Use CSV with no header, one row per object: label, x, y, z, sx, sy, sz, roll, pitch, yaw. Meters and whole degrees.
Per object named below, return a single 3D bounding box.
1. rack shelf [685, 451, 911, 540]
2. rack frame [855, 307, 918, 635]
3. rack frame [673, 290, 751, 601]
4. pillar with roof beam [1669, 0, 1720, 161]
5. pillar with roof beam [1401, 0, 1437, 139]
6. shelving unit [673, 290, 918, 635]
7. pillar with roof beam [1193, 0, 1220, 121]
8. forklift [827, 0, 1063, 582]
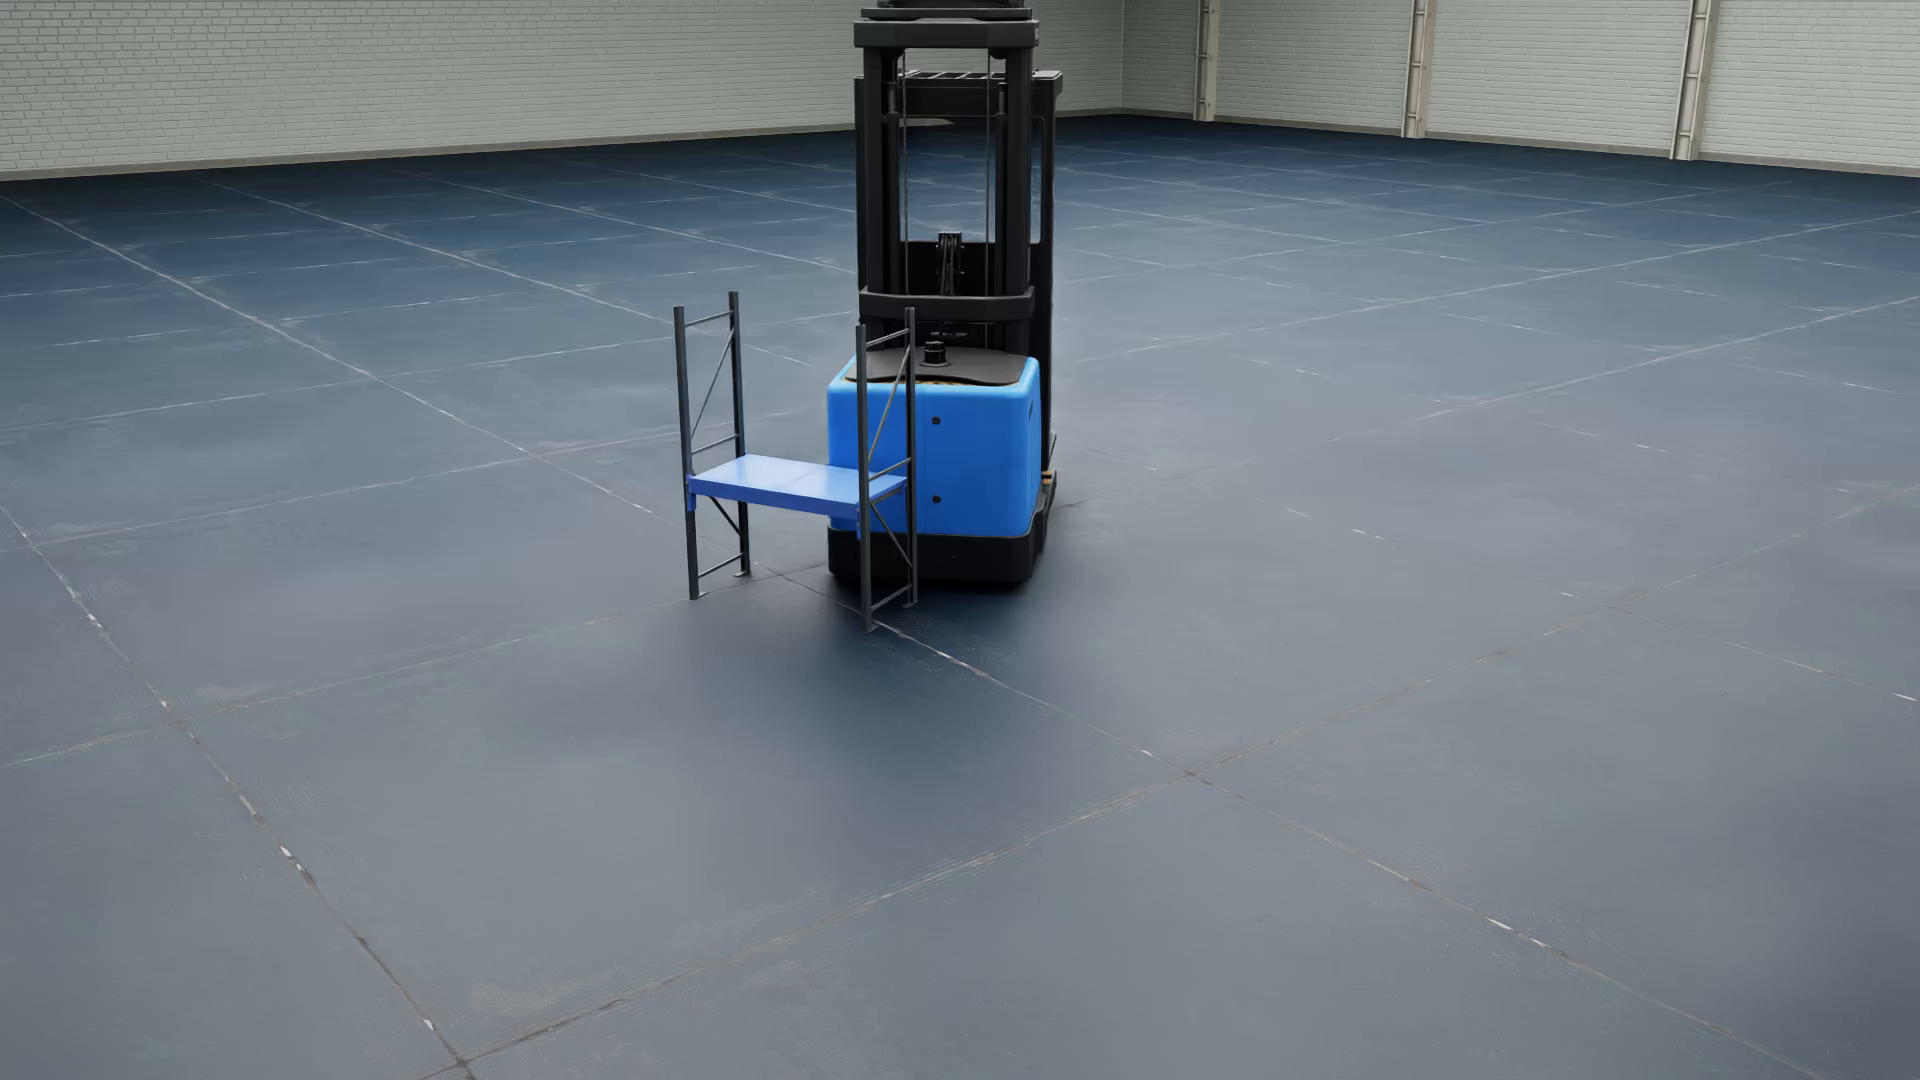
rack shelf,-0.795,-0.232,8.248,1.000,0.185,0.538,9,21,26
rack frame,-0.345,-0.329,7.967,0.032,1.500,0.500,9,21,26
rack frame,-1.246,-0.477,8.414,0.032,1.500,0.500,9,21,26
pillar with roof beam,9.834,-10.378,26.388,9.100,9.000,0.400,-14,23,-36
pillar with roof beam,6.108,-11.856,30.853,9.100,9.000,0.400,-14,23,-36
shelving unit,-0.795,-0.403,8.191,1.048,1.500,0.538,9,21,26
pillar with roof beam,2.383,-13.335,35.318,9.100,9.000,0.400,-14,23,-36
forklift,0.000,-1.597,9.523,1.130,2.935,3.031,2,18,6
